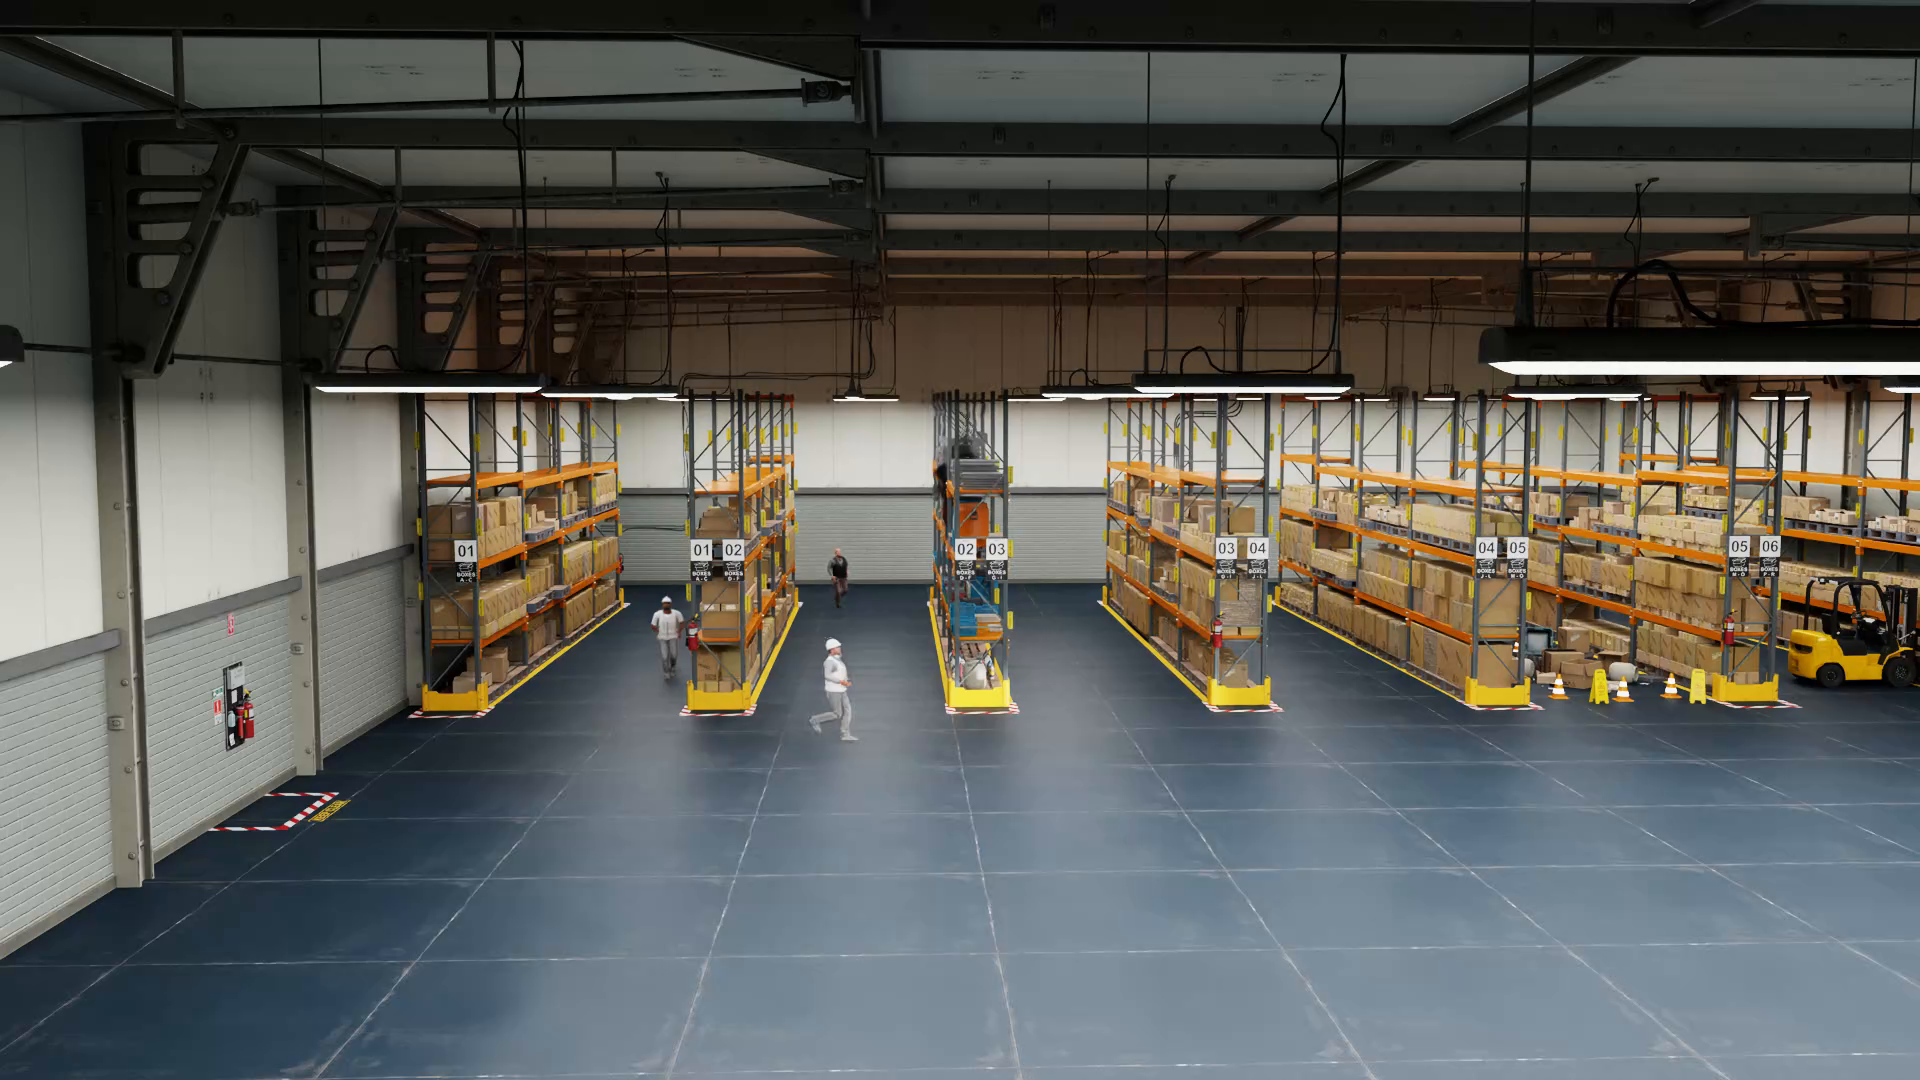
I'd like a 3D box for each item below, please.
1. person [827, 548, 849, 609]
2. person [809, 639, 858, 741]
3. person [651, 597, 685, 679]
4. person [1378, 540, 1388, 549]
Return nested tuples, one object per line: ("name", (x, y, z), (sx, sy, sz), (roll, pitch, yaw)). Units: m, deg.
("person", (-3.376, 1.080, 46.750), (0.689, 1.685, 0.518), (-3, 5, -30))
("person", (-2.135, 2.549, 28.240), (0.841, 1.751, 0.660), (1, 5, 12))
("person", (-6.045, 2.040, 34.435), (0.686, 1.721, 0.591), (-1, 5, -10))
("person", (12.553, 0.854, 49.196), (0.624, 1.763, 0.679), (0, 5, 4))
